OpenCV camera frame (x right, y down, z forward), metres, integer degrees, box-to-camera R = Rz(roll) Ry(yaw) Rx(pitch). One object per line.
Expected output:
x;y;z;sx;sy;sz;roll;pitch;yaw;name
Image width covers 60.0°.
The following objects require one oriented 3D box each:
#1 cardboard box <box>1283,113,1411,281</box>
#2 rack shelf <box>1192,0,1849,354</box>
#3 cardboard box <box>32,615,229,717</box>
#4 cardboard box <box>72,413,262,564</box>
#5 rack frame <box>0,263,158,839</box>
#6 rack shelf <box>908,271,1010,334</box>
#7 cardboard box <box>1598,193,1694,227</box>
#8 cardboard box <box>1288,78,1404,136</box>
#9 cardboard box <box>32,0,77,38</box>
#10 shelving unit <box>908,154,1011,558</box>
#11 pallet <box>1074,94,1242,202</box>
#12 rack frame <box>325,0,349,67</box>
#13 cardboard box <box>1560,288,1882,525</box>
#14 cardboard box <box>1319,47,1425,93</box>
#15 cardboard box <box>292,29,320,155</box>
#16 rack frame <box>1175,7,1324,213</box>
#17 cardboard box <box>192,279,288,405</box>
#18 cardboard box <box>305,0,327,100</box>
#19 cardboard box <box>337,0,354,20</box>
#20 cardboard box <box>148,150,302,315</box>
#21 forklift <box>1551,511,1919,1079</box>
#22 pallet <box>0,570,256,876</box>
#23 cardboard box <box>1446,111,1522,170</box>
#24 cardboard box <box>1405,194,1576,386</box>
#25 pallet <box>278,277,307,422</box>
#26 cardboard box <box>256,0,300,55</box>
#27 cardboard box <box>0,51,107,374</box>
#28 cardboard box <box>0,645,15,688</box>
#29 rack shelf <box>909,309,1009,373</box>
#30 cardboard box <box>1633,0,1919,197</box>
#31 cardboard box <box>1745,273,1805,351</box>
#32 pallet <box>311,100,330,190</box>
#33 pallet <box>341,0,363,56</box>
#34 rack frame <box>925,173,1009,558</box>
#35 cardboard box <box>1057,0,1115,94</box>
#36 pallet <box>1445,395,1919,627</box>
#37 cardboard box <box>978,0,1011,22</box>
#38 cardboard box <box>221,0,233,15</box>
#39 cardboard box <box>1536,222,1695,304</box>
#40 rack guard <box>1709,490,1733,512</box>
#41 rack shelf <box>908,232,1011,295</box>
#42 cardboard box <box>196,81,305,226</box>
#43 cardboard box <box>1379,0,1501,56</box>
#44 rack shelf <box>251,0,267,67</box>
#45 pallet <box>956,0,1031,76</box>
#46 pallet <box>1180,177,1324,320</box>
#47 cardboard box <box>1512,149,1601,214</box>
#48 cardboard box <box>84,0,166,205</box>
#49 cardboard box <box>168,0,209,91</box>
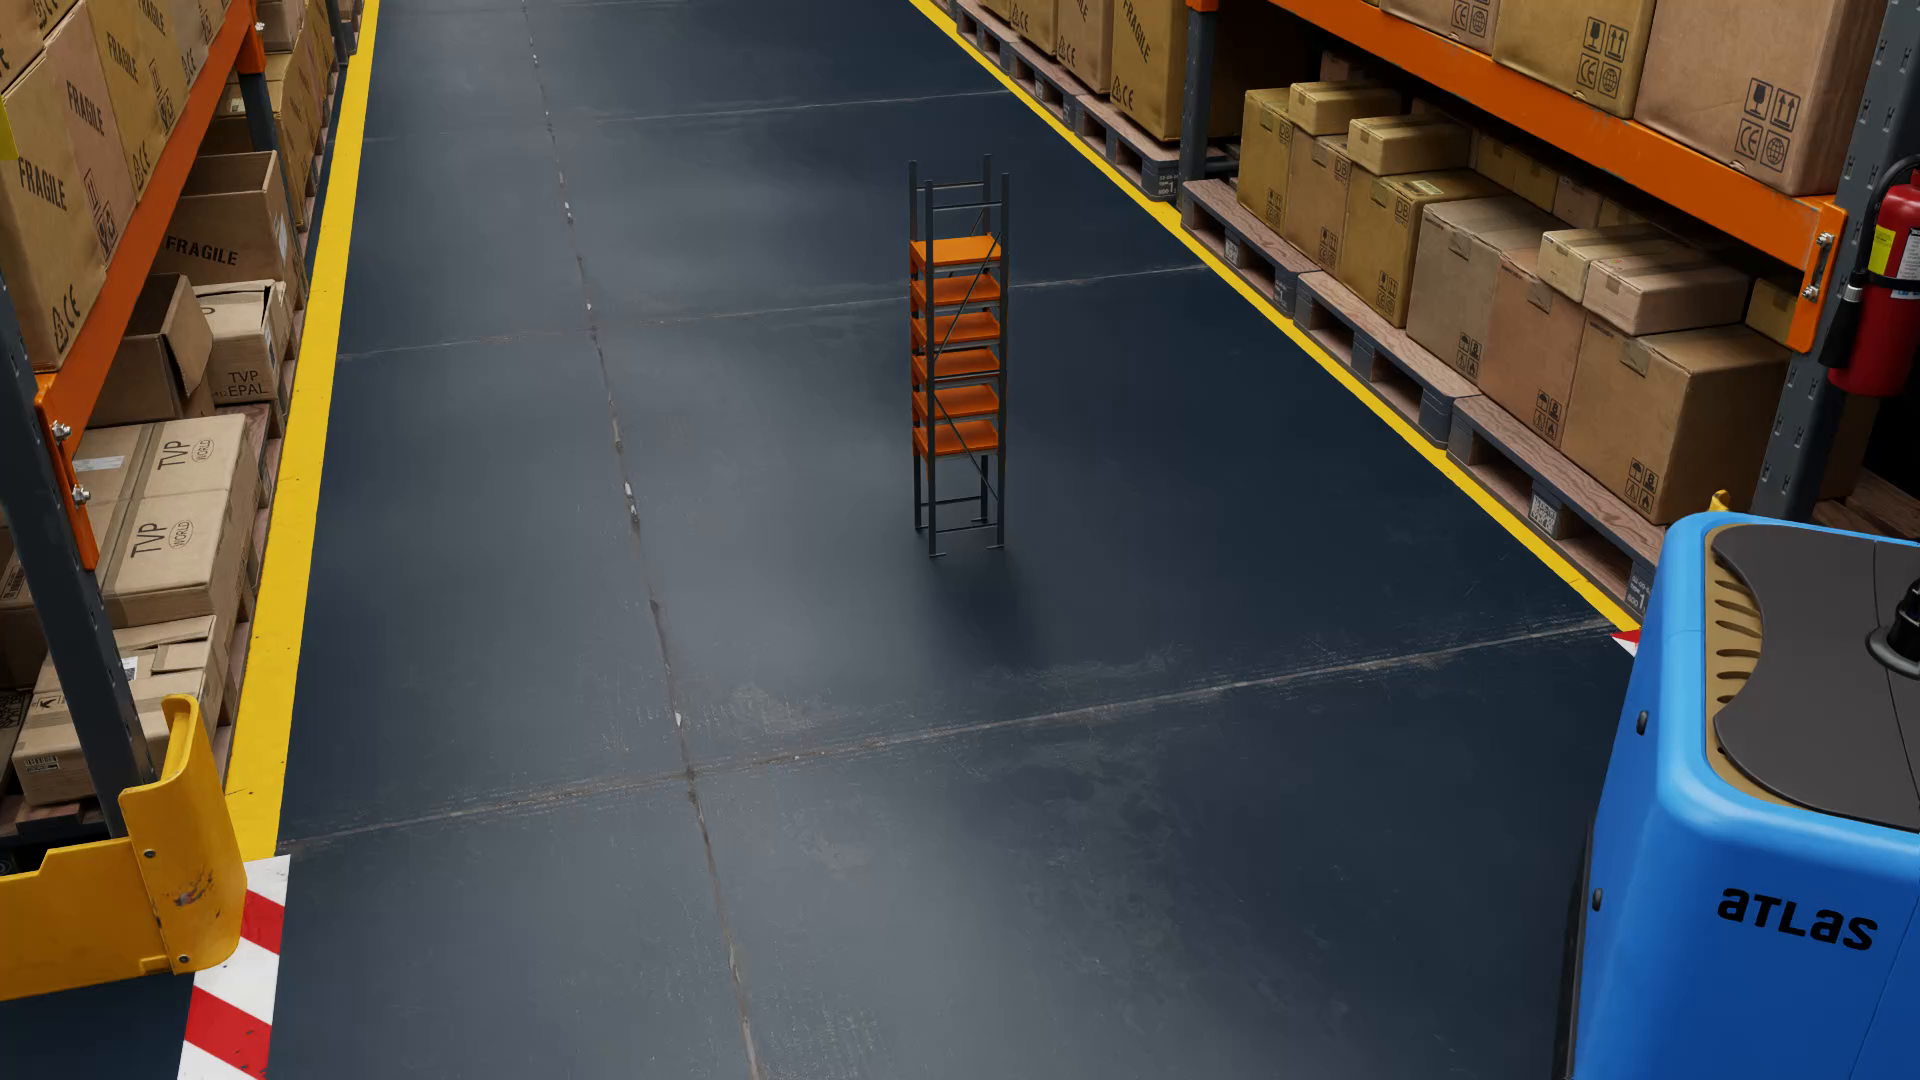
1.766;-1.412;6.771;0.700;0.500;0.500;-8;31;-14;cardboard box
2.067;-1.652;5.829;1.077;0.370;4.000;-8;31;-13;rack shelf
-2.024;0.330;4.075;0.380;0.166;0.250;-8;31;-13;cardboard box
-2.314;-0.121;4.770;0.500;0.250;0.500;-8;31;-13;cardboard box
-2.177;-0.337;2.838;1.000;3.000;0.127;-8;31;-13;rack frame
-0.004;-0.696;4.864;0.258;0.103;0.180;-8;31;-13;rack shelf
2.340;-1.035;5.472;0.380;0.149;0.250;-8;31;-13;cardboard box
1.551;-1.746;6.700;0.380;0.149;0.250;-7;31;-12;cardboard box
-2.187;-1.314;3.428;0.500;0.500;0.500;-8;31;-13;cardboard box
-0.004;-0.526;4.962;0.258;1.200;0.189;-8;31;-13;shelving unit
1.258;-2.085;8.642;1.003;0.211;1.213;-8;31;-13;pallet
-4.301;-4.201;9.514;1.000;3.000;0.127;-8;31;-13;rack frame
2.315;-0.422;5.062;0.700;0.500;0.500;-8;31;-13;cardboard box
1.789;-2.032;7.195;0.380;0.149;0.250;-8;31;-14;cardboard box
-3.410;-2.142;8.013;0.500;0.500;0.500;-7;31;-13;cardboard box
1.536;-2.930;7.317;1.000;3.000;0.127;-8;31;-13;rack frame
-2.615;-0.696;5.703;0.500;0.311;0.500;-8;31;-13;cardboard box
-3.689;-2.639;8.872;0.500;0.500;0.500;-9;31;-15;cardboard box
-4.157;-3.485;10.602;0.500;0.250;0.500;-8;31;-13;cardboard box
-2.814;-1.140;6.282;0.500;0.500;0.500;-8;31;-13;cardboard box
2.615;0.077;2.190;3.031;2.935;1.130;11;32;18;forklift
-2.410;0.448;4.266;1.003;0.211;1.213;-8;31;-13;pallet
2.067;-1.528;6.325;0.380;0.149;0.250;-8;31;-13;cardboard box
2.048;-0.907;5.899;0.700;0.500;0.500;-9;31;-15;cardboard box
-3.058;-0.730;6.302;1.003;0.211;1.213;-8;31;-13;pallet
-3.398;-2.451;7.798;0.500;0.250;0.500;-8;31;-13;cardboard box
-2.041;-0.630;3.244;0.500;0.500;0.500;-7;31;-12;cardboard box
-2.580;0.261;4.194;0.380;0.166;0.250;-8;31;-13;cardboard box
-0.004;-0.592;4.924;0.258;0.103;0.180;-8;31;-13;rack shelf
2.453;-1.373;4.328;0.980;0.700;0.700;-6;31;-11;cardboard box
2.541;-0.669;4.841;0.380;0.149;0.250;-8;31;-13;cardboard box
-3.819;-2.040;8.565;1.003;0.211;1.213;-8;31;-13;pallet
-4.482;-3.397;10.908;1.003;0.211;1.213;-8;31;-13;pallet
0.020;-0.482;4.885;0.240;1.200;0.006;-8;31;-13;rack frame
0.999;-2.907;9.004;0.750;0.750;0.750;-7;31;-12;cardboard box
2.310;-0.167;5.327;1.003;0.211;1.213;-8;31;-13;pallet
0.543;-3.740;10.445;0.750;0.750;0.750;-8;31;-14;cardboard box
-2.859;-2.105;5.793;0.500;0.500;0.500;-7;31;-12;cardboard box
2.037;-0.864;5.178;0.380;0.149;0.250;-7;31;-12;cardboard box
2.604;0.096;4.586;1.175;0.500;0.348;-8;31;-13;rack guard
-0.004;-0.799;4.803;0.258;0.103;0.180;-8;31;-13;rack shelf
-3.133;-1.644;7.152;0.500;0.500;0.500;-9;31;-16;cardboard box
2.055;-2.092;5.570;0.980;0.700;0.700;-9;31;-16;cardboard box
-3.770;-2.924;8.025;1.077;0.370;4.000;-8;31;-13;rack shelf
0.611;-3.264;10.678;1.003;0.211;1.213;-8;31;-13;pallet
1.662;-1.345;7.363;1.003;0.211;1.213;-8;31;-13;pallet
2.203;-1.282;5.898;0.380;0.149;0.250;-8;31;-13;cardboard box
-2.313;-1.121;4.093;0.500;0.500;0.500;-8;31;-13;cardboard box
-2.582;-1.609;4.935;0.500;0.500;0.500;-7;31;-12;cardboard box
